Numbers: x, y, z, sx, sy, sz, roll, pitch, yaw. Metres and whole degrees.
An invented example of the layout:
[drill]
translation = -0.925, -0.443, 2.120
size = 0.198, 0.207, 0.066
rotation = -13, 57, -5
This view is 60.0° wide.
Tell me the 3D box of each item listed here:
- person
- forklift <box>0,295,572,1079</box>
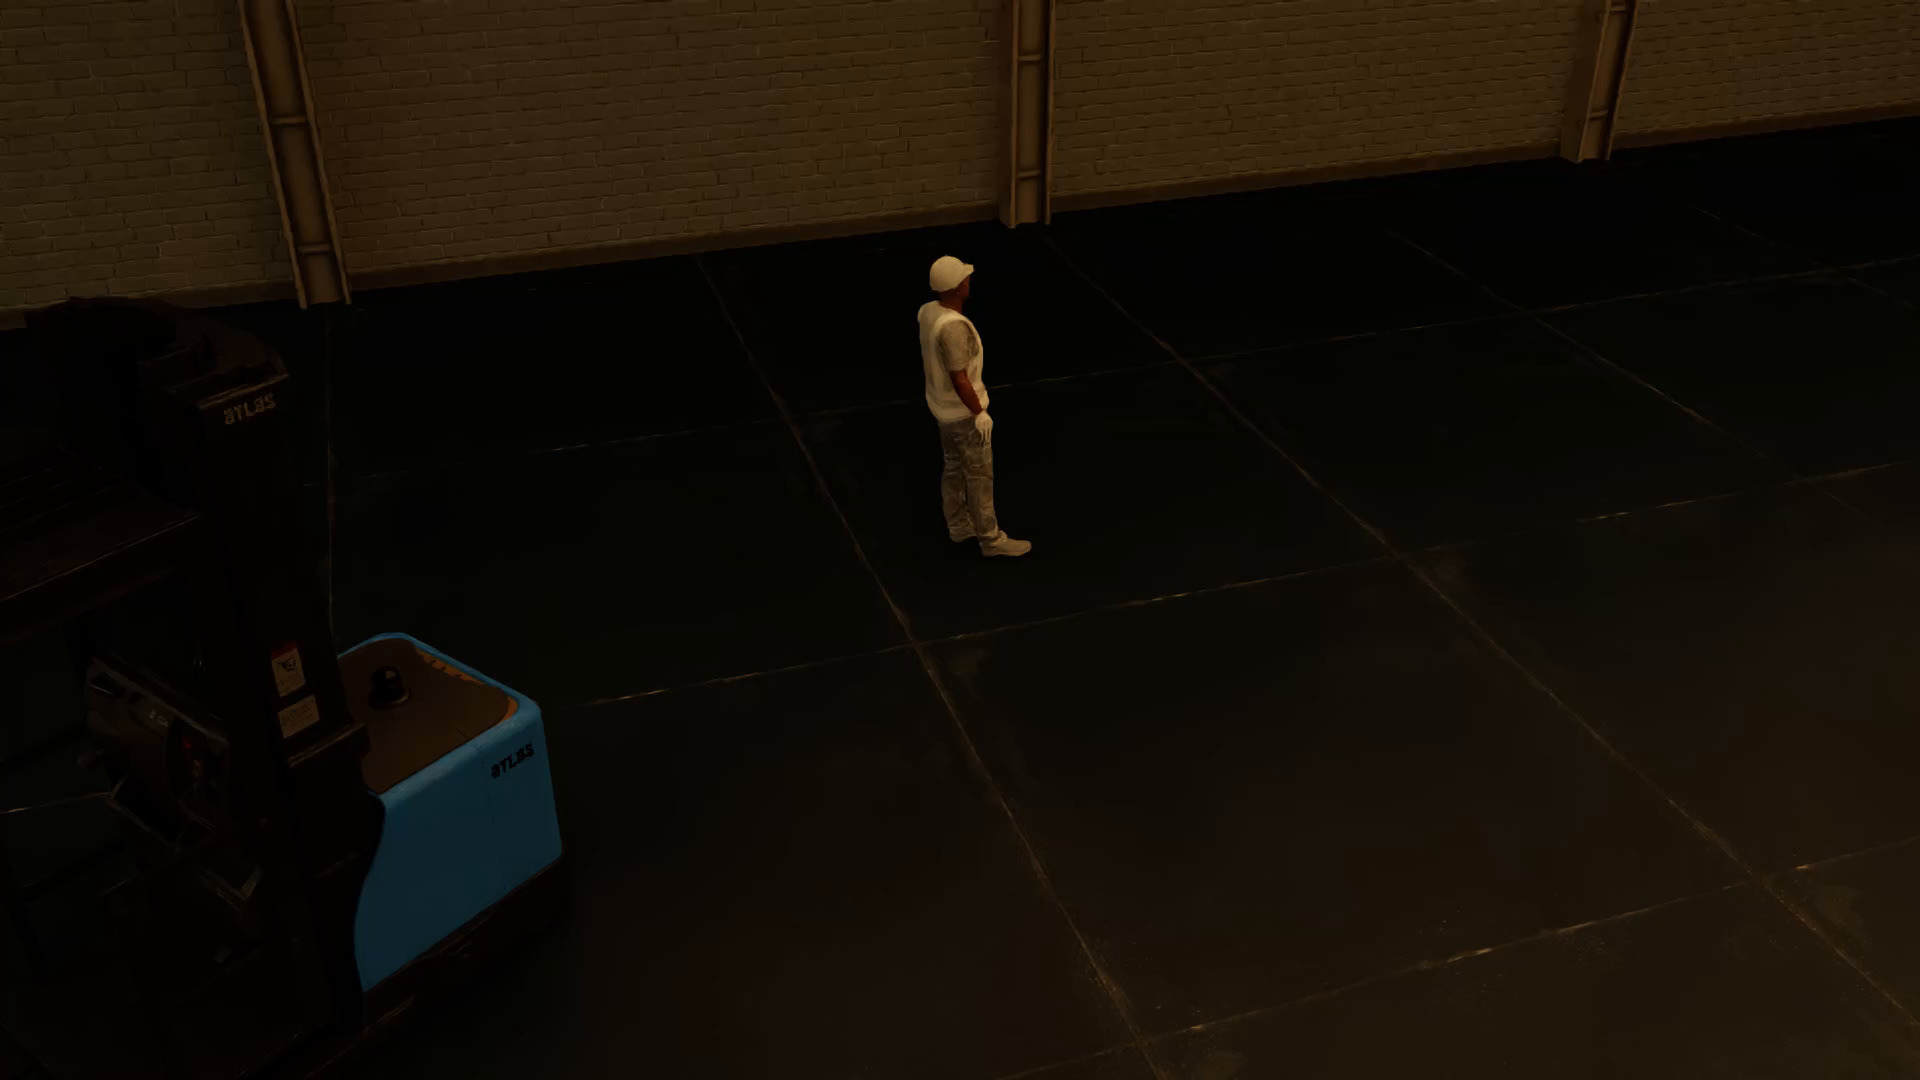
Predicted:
[person]
translation = 0.071, -0.787, 9.591
size = 0.576, 1.782, 0.655
rotation = -10, 31, -16
[forklift]
translation = -2.968, 0.766, 5.756
size = 1.130, 2.935, 3.031
rotation = 20, 36, 31
